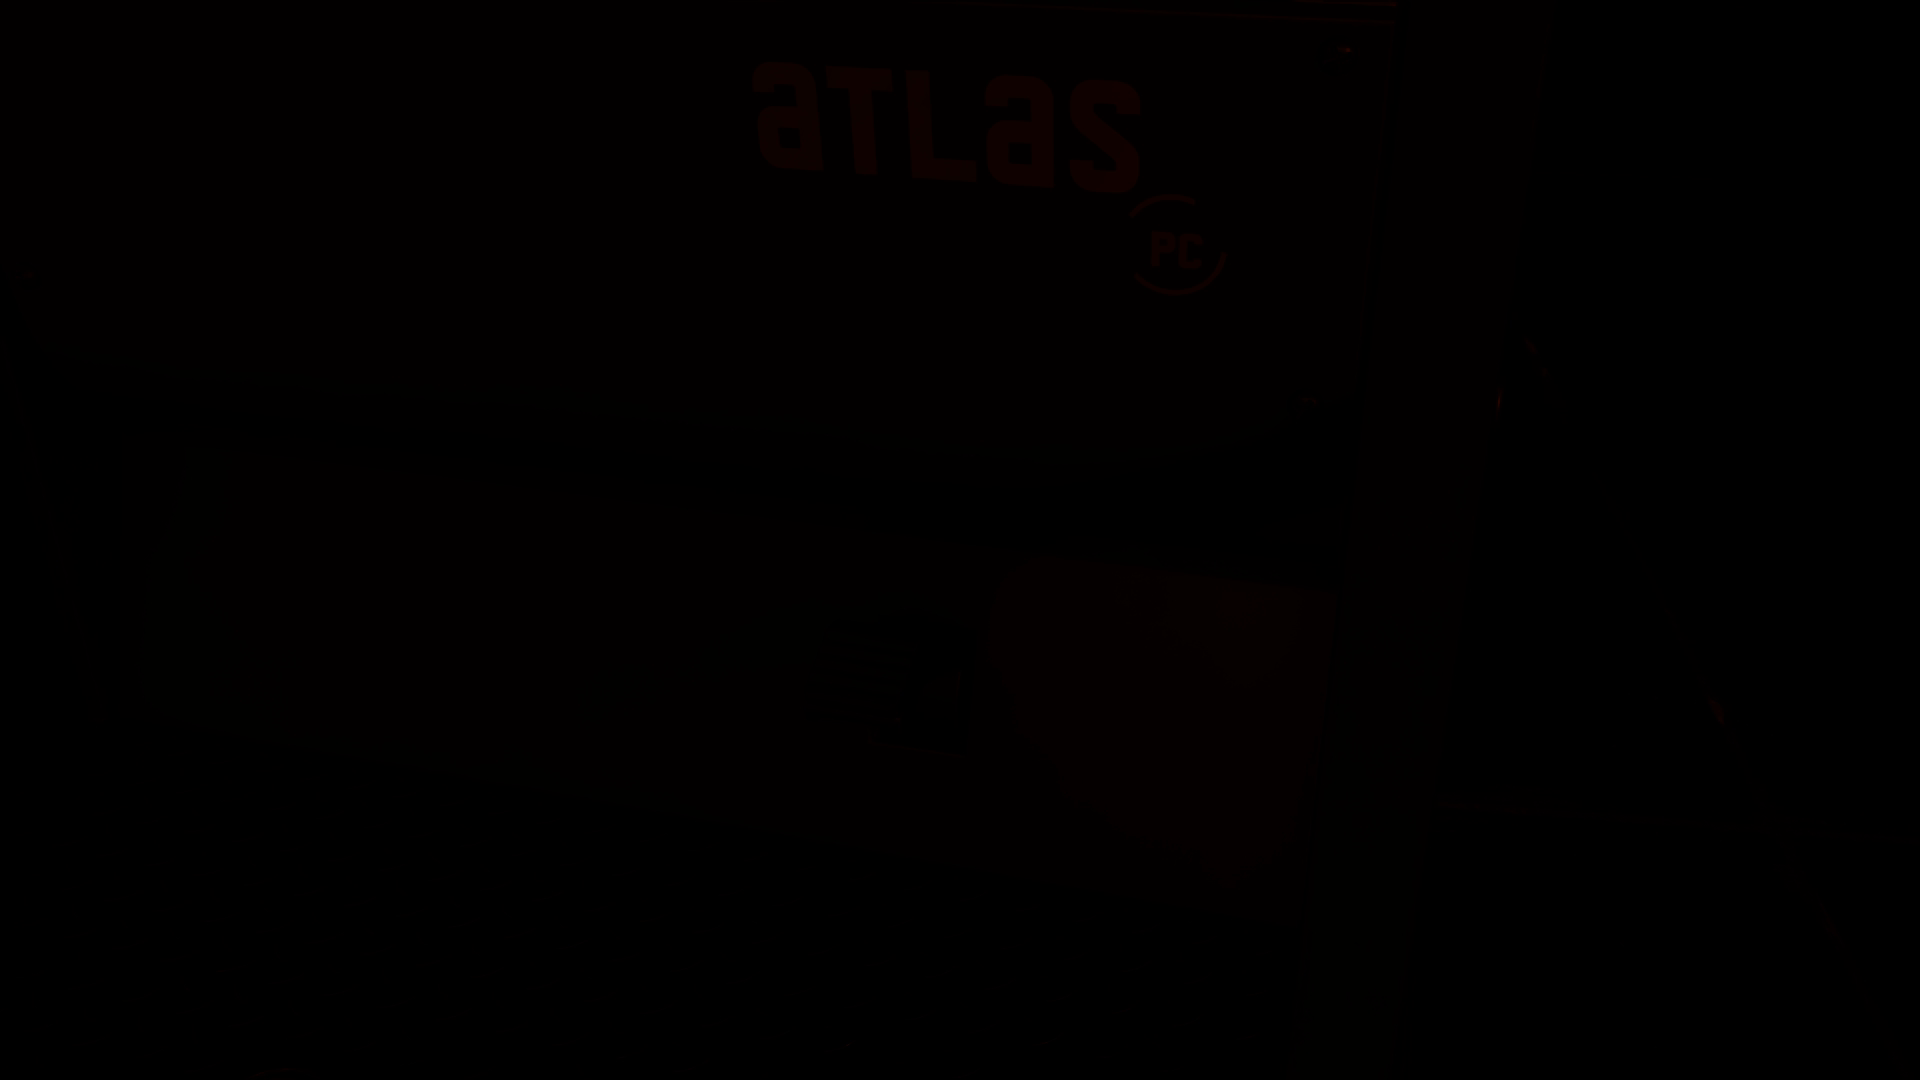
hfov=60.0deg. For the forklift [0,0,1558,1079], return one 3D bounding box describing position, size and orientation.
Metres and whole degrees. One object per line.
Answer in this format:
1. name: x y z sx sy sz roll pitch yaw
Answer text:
1. forklift: -0.268 -0.688 0.596 1.130 2.935 3.031 7 27 14
